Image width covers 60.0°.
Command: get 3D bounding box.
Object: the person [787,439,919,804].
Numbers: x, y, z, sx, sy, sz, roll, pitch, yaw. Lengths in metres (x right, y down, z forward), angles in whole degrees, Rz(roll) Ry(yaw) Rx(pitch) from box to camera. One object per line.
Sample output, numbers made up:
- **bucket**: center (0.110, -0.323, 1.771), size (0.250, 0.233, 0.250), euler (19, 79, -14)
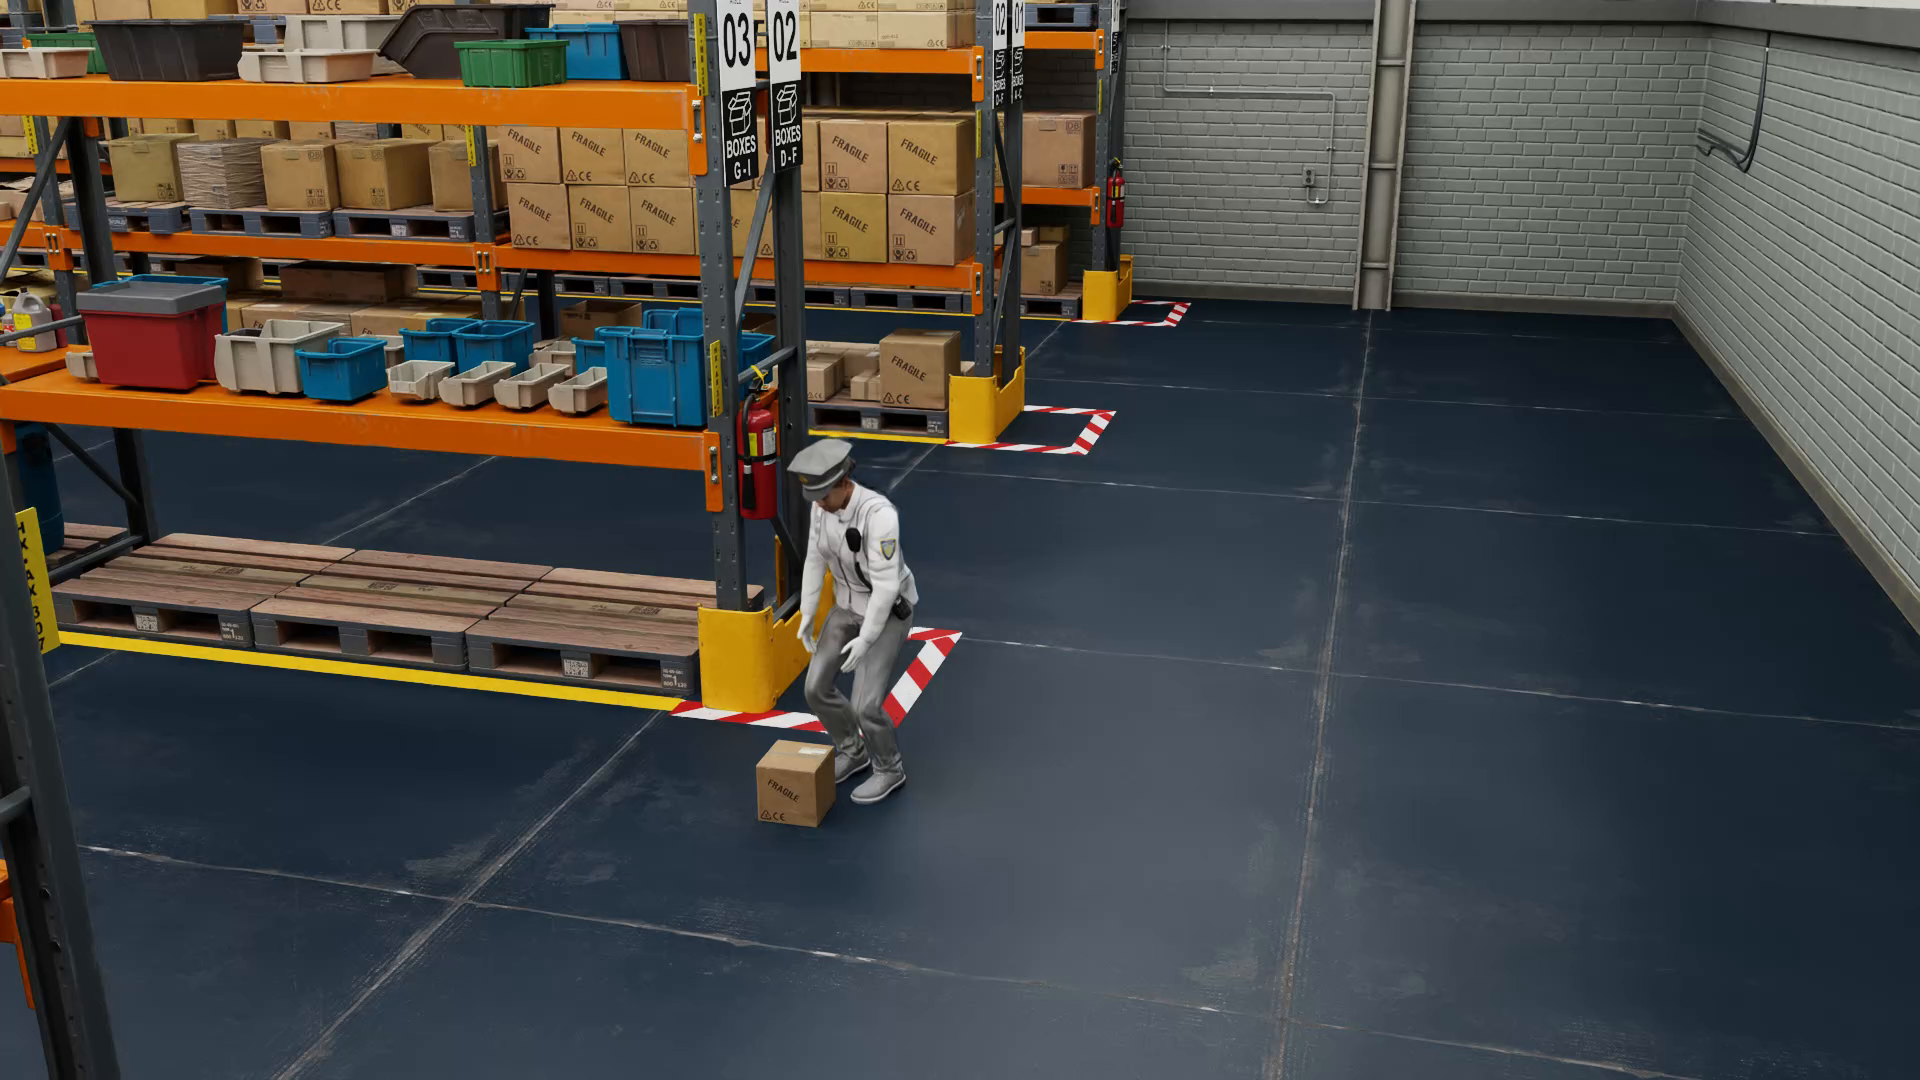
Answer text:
- **person**: center (-0.427, 0.326, 6.792), size (0.570, 1.542, 0.523), euler (-17, 25, -41)
